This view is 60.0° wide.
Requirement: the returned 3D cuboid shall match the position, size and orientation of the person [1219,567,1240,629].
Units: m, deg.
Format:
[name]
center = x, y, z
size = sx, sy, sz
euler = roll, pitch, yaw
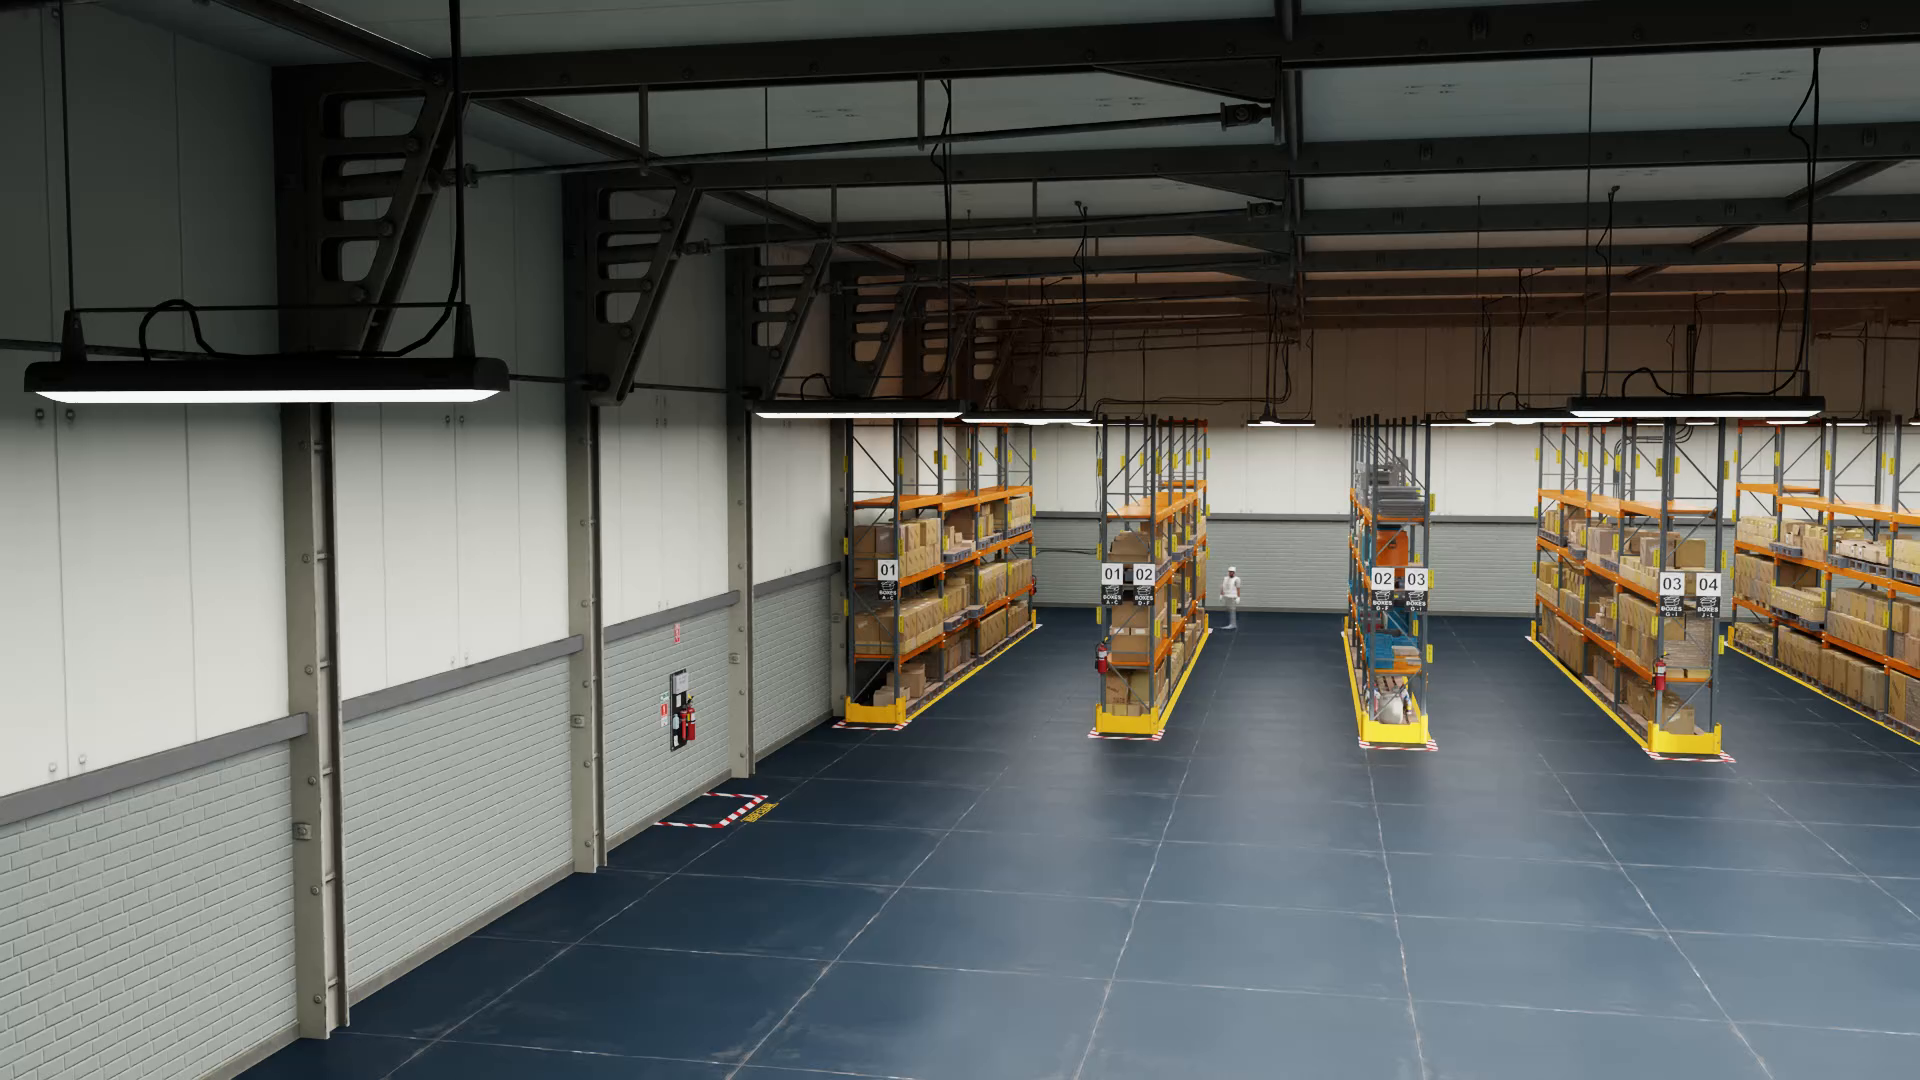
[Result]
[person]
center = 7.742, 1.655, 47.707
size = 0.457, 1.782, 0.568
euler = -2, 4, -29
